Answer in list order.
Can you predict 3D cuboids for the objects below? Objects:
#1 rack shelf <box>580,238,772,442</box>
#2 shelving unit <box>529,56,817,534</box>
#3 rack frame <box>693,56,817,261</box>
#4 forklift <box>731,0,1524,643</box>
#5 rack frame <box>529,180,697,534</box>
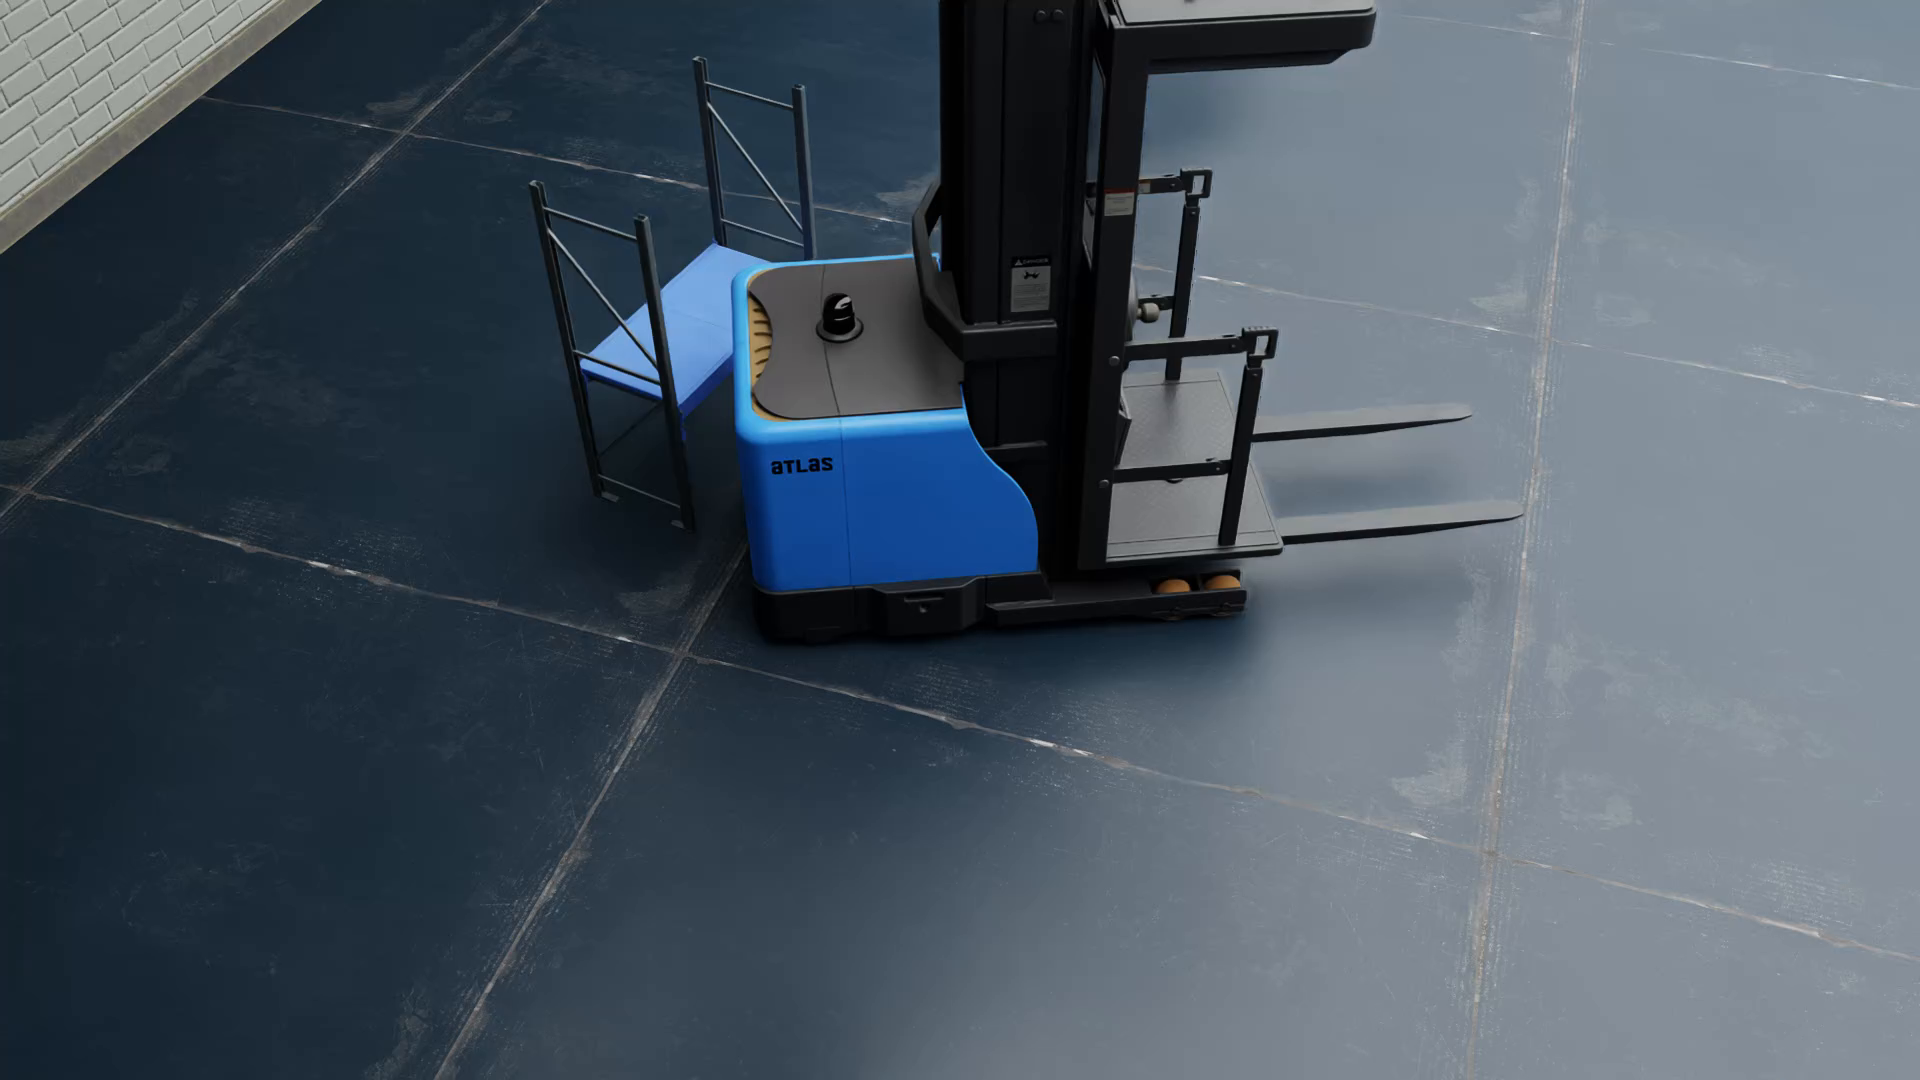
[{"bbox_3d":[-1.062,-0.837,6.790,0.538,0.185,1.000,20,48,20],"label":"rack shelf"},{"bbox_3d":[-1.063,-0.966,6.665,0.538,1.500,1.048,20,48,20],"label":"shelving unit"},{"bbox_3d":[-0.823,-1.280,6.985,0.500,1.500,0.032,20,48,20],"label":"rack frame"},{"bbox_3d":[0.678,-1.102,5.780,3.031,2.935,1.130,-5,45,-5],"label":"forklift"},{"bbox_3d":[-1.302,-0.653,6.344,0.500,1.500,0.032,20,48,20],"label":"rack frame"}]
